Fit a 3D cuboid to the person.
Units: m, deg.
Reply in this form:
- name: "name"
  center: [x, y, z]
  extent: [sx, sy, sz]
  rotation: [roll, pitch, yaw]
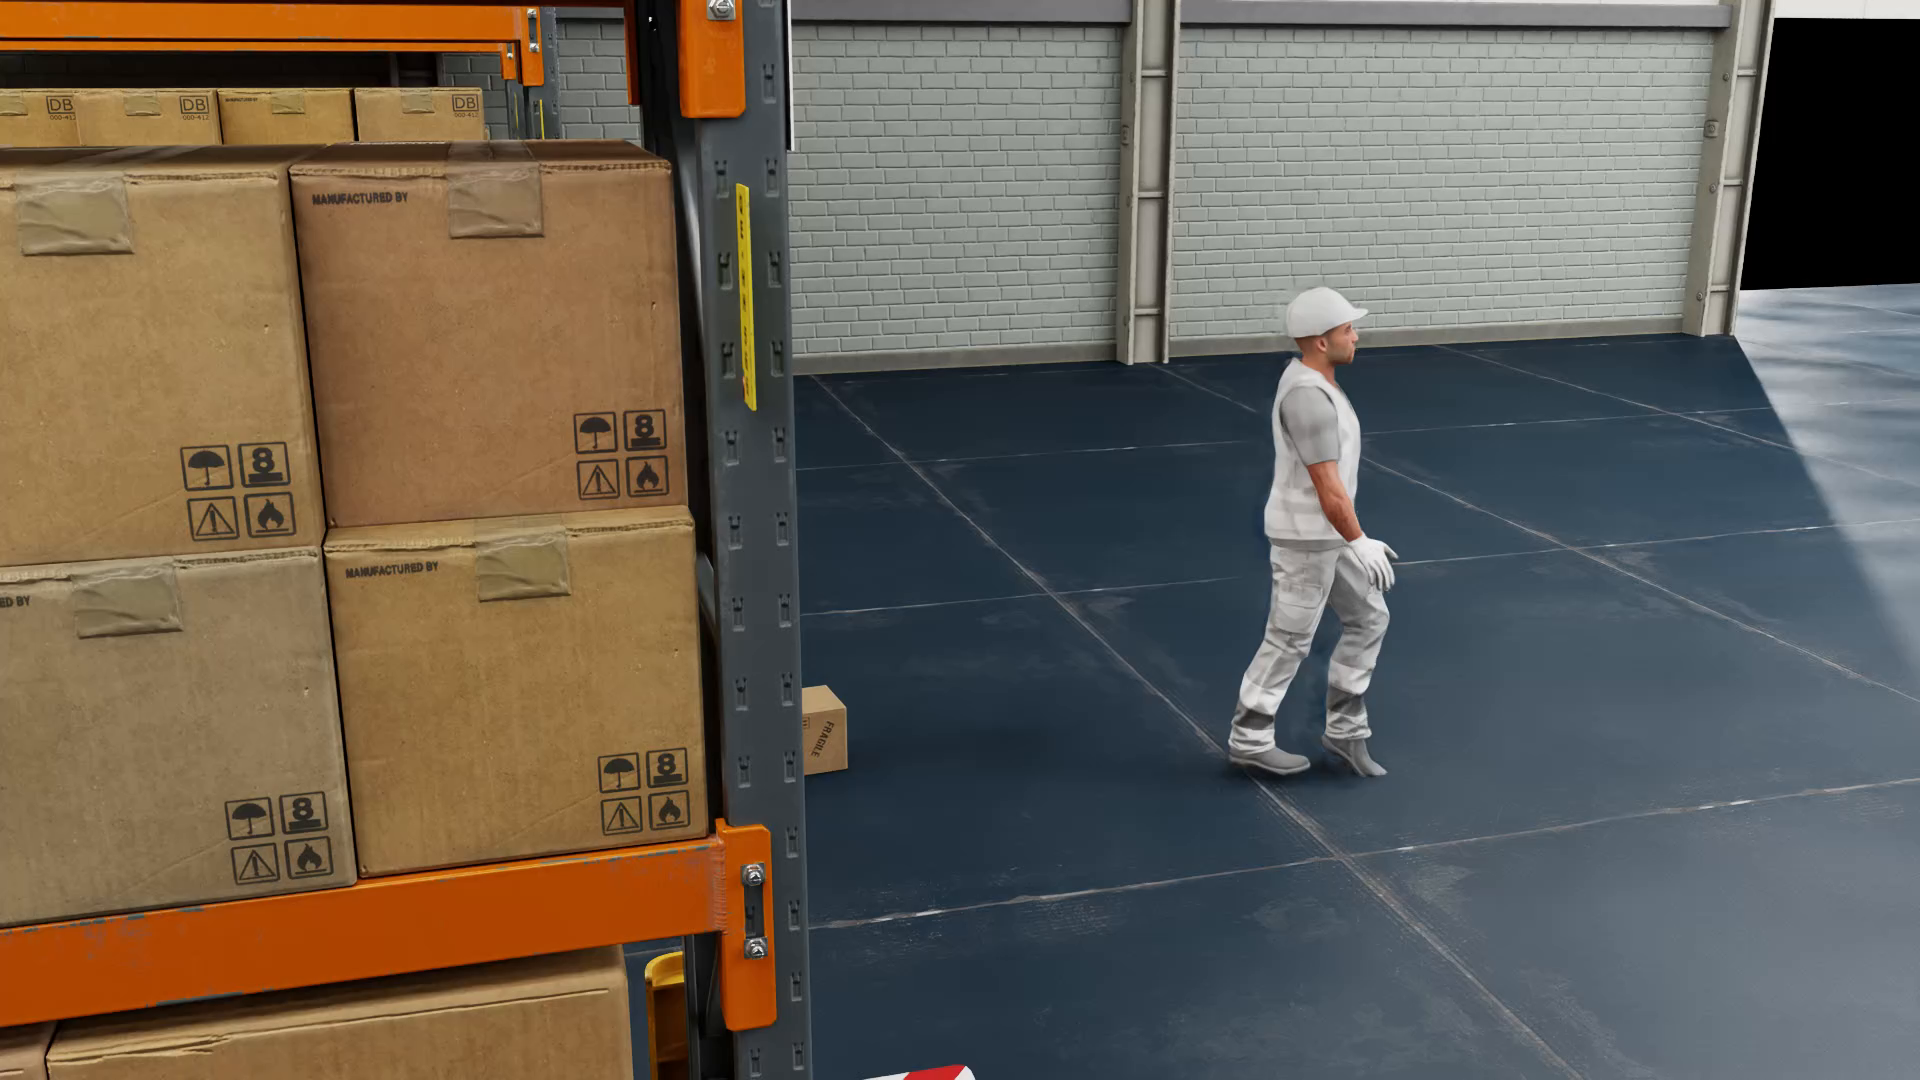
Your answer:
- name: "person"
  center: [1.291, 0.028, 5.940]
  extent: [0.584, 1.853, 0.540]
  rotation: [5, 17, 16]
